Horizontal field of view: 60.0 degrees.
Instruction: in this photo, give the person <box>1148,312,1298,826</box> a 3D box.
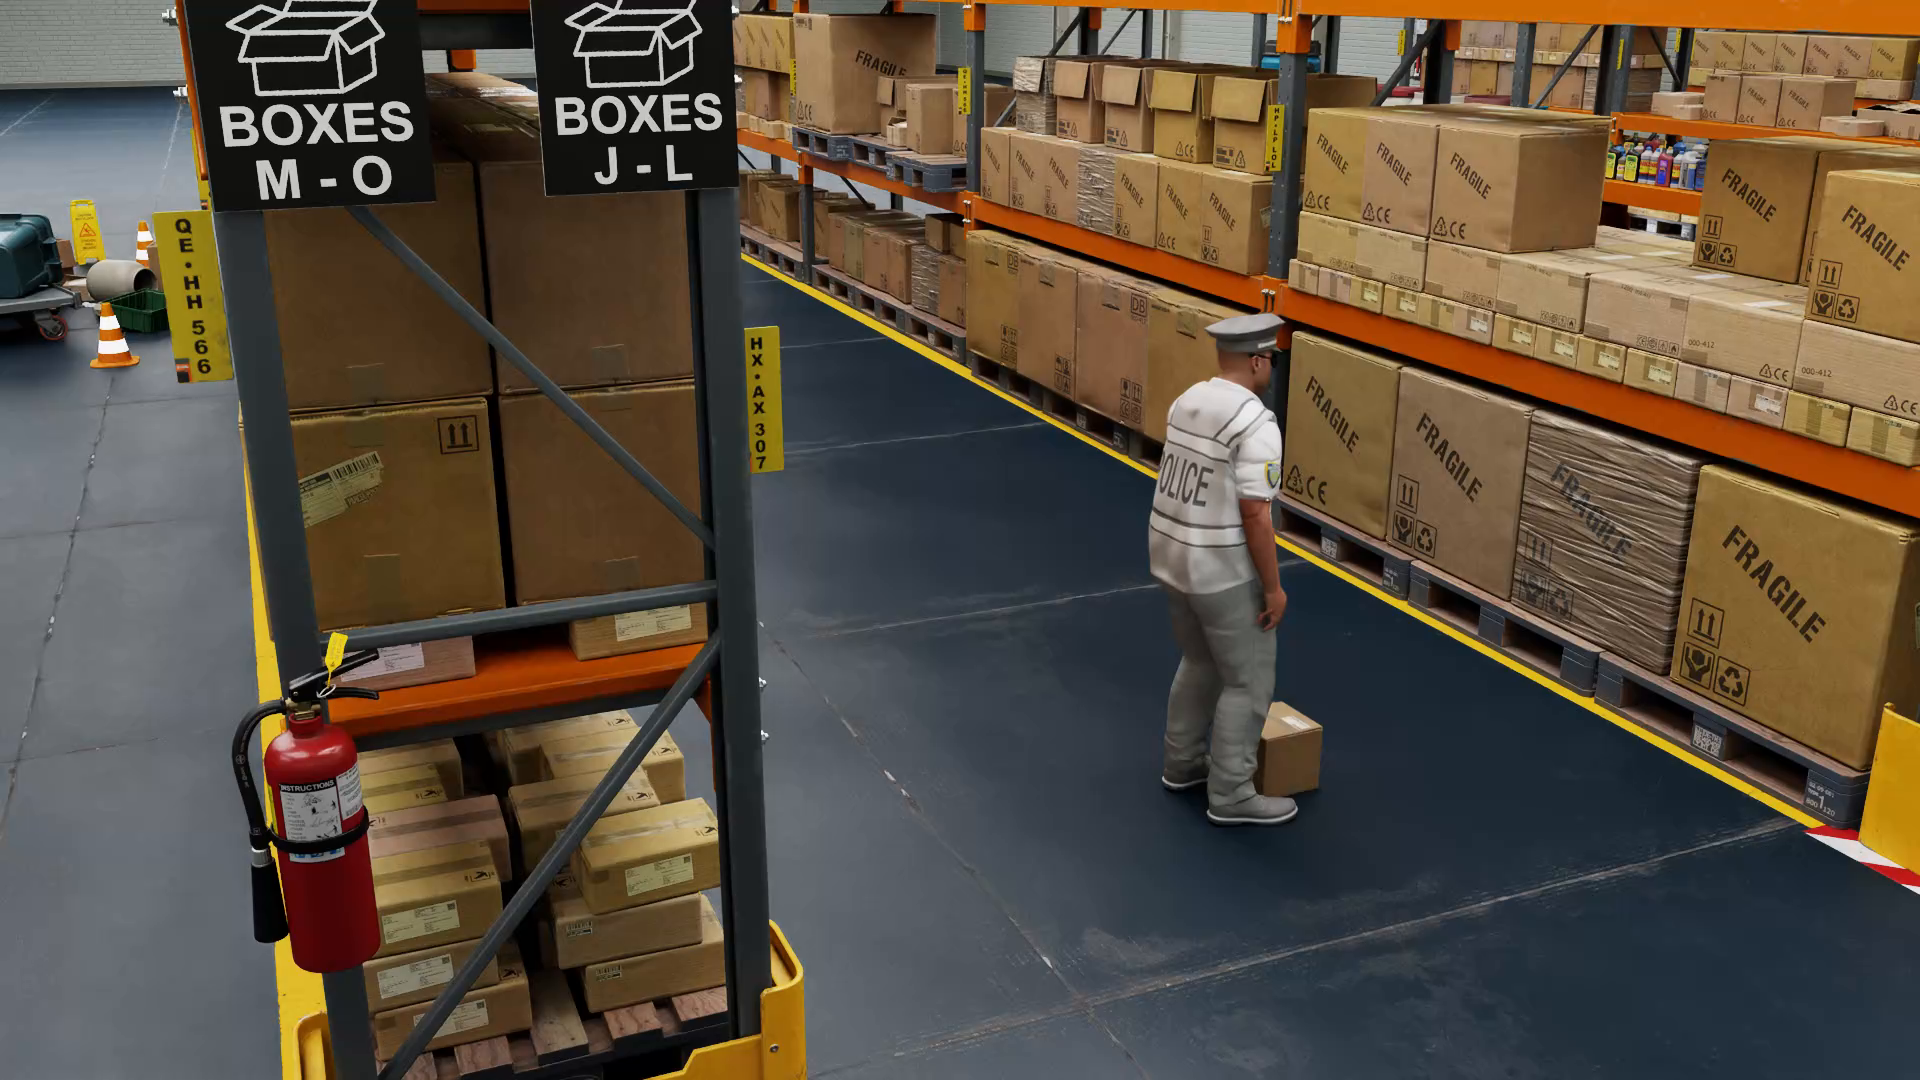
[{"bbox_3d":[0.894,0.102,5.752,0.437,1.747,0.604,-9,21,-25],"label":"person"}]
